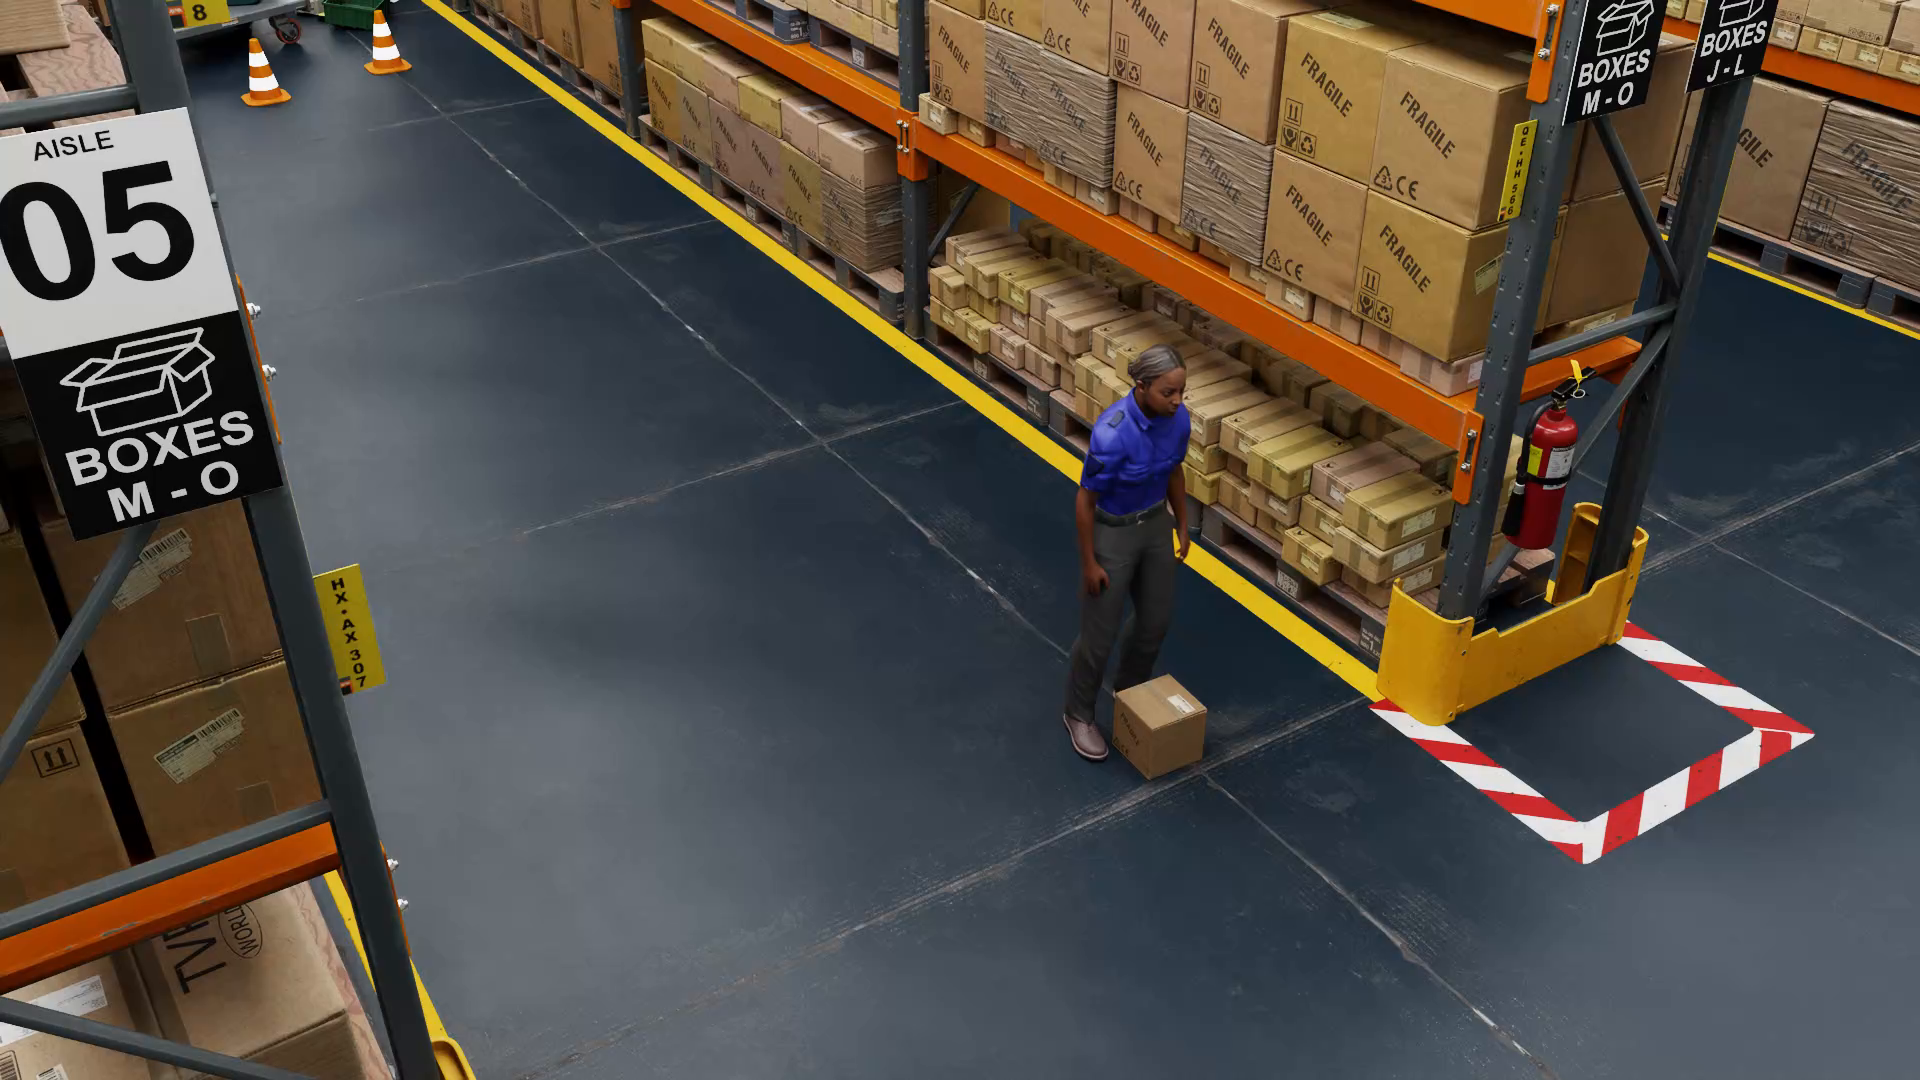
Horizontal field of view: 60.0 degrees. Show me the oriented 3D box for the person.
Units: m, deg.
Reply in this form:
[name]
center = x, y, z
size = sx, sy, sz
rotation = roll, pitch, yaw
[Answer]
[person]
center = 0.628, 0.016, 6.117
size = 0.527, 1.655, 0.348
rotation = -21, 38, -29
